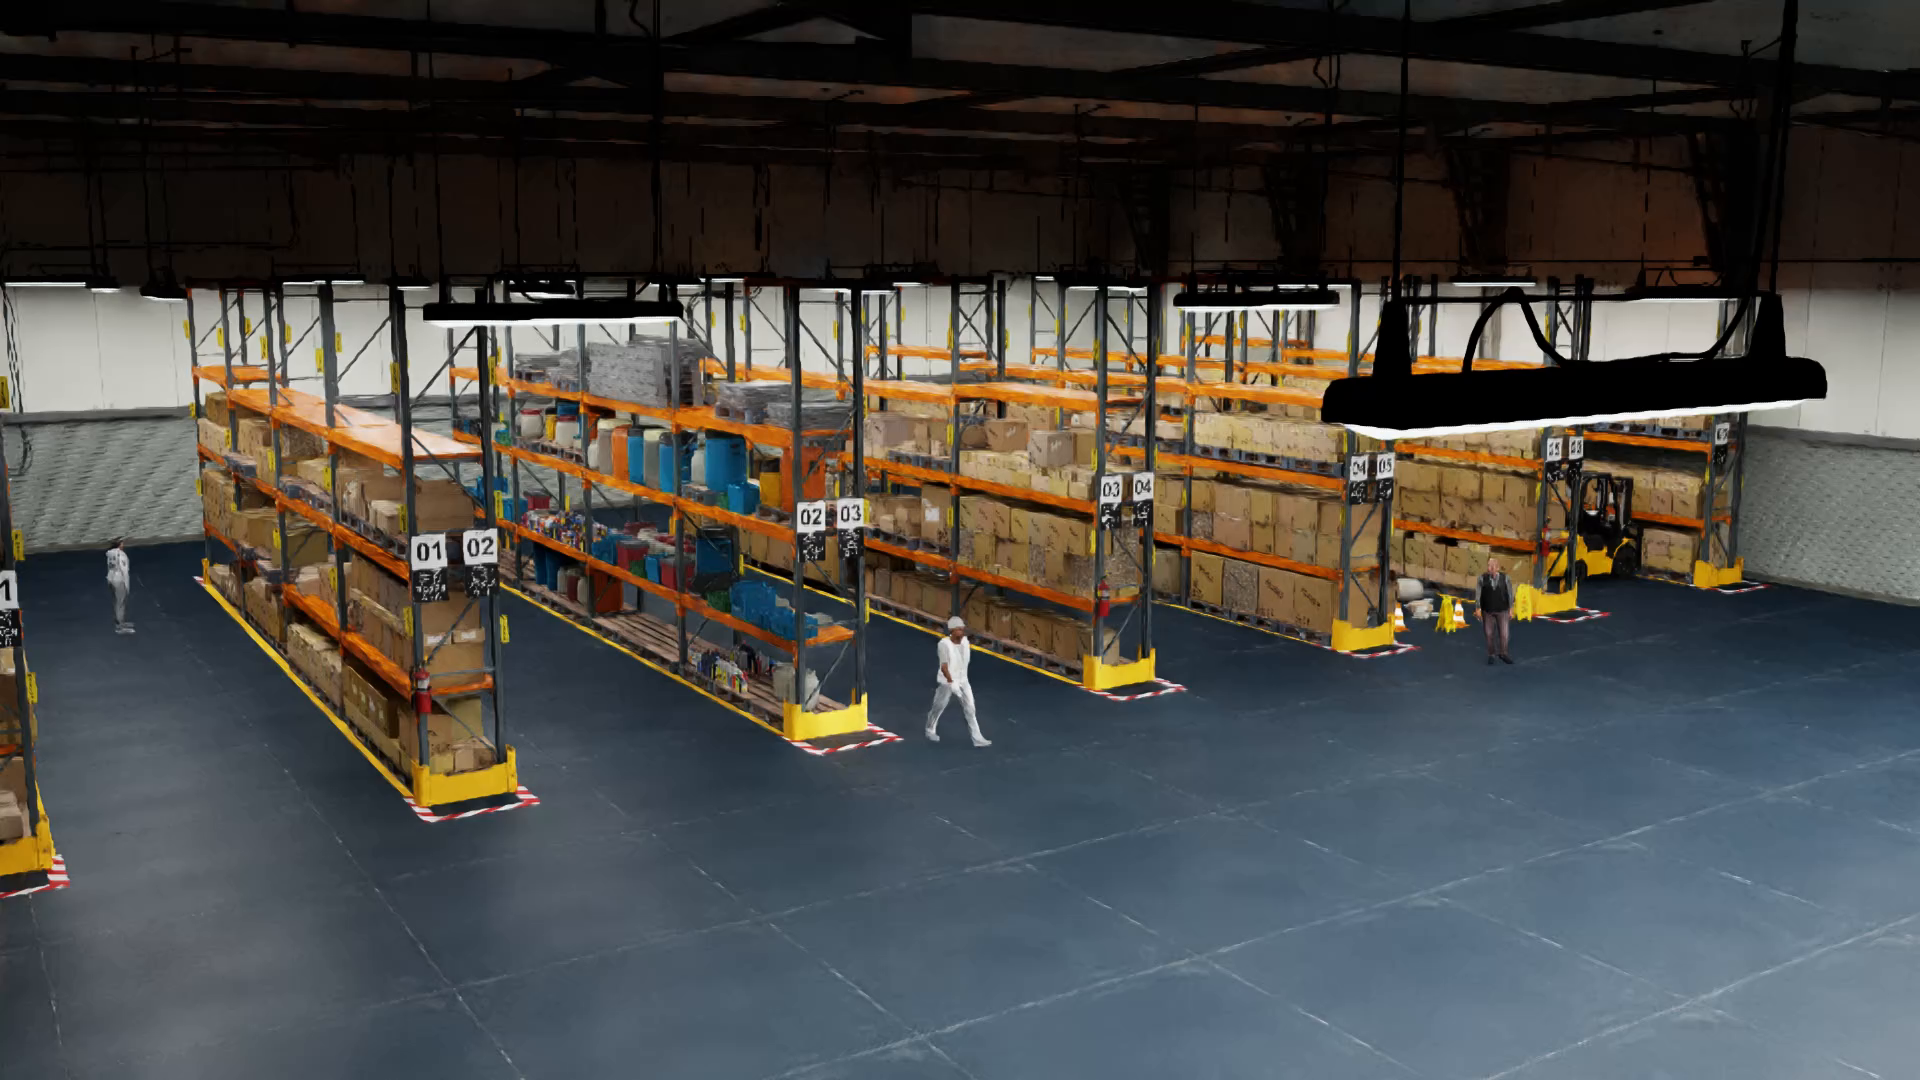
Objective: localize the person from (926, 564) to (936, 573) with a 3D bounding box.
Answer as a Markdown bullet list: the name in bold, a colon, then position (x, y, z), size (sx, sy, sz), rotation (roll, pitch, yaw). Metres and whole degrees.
- **person**: position (-0.819, -0.041, 33.360), size (0.455, 1.588, 1.089), rotation (-6, 11, -34)

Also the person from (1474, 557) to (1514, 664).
- **person**: position (8.424, 1.118, 26.188), size (0.631, 1.707, 0.455), rotation (3, 10, 20)

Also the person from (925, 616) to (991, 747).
- **person**: position (-0.061, 1.847, 21.781), size (0.554, 1.723, 1.029), rotation (-8, 12, -40)

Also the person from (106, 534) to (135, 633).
- **person**: position (-14.386, 0.731, 28.519), size (0.546, 1.680, 0.436), rotation (7, 12, 34)
